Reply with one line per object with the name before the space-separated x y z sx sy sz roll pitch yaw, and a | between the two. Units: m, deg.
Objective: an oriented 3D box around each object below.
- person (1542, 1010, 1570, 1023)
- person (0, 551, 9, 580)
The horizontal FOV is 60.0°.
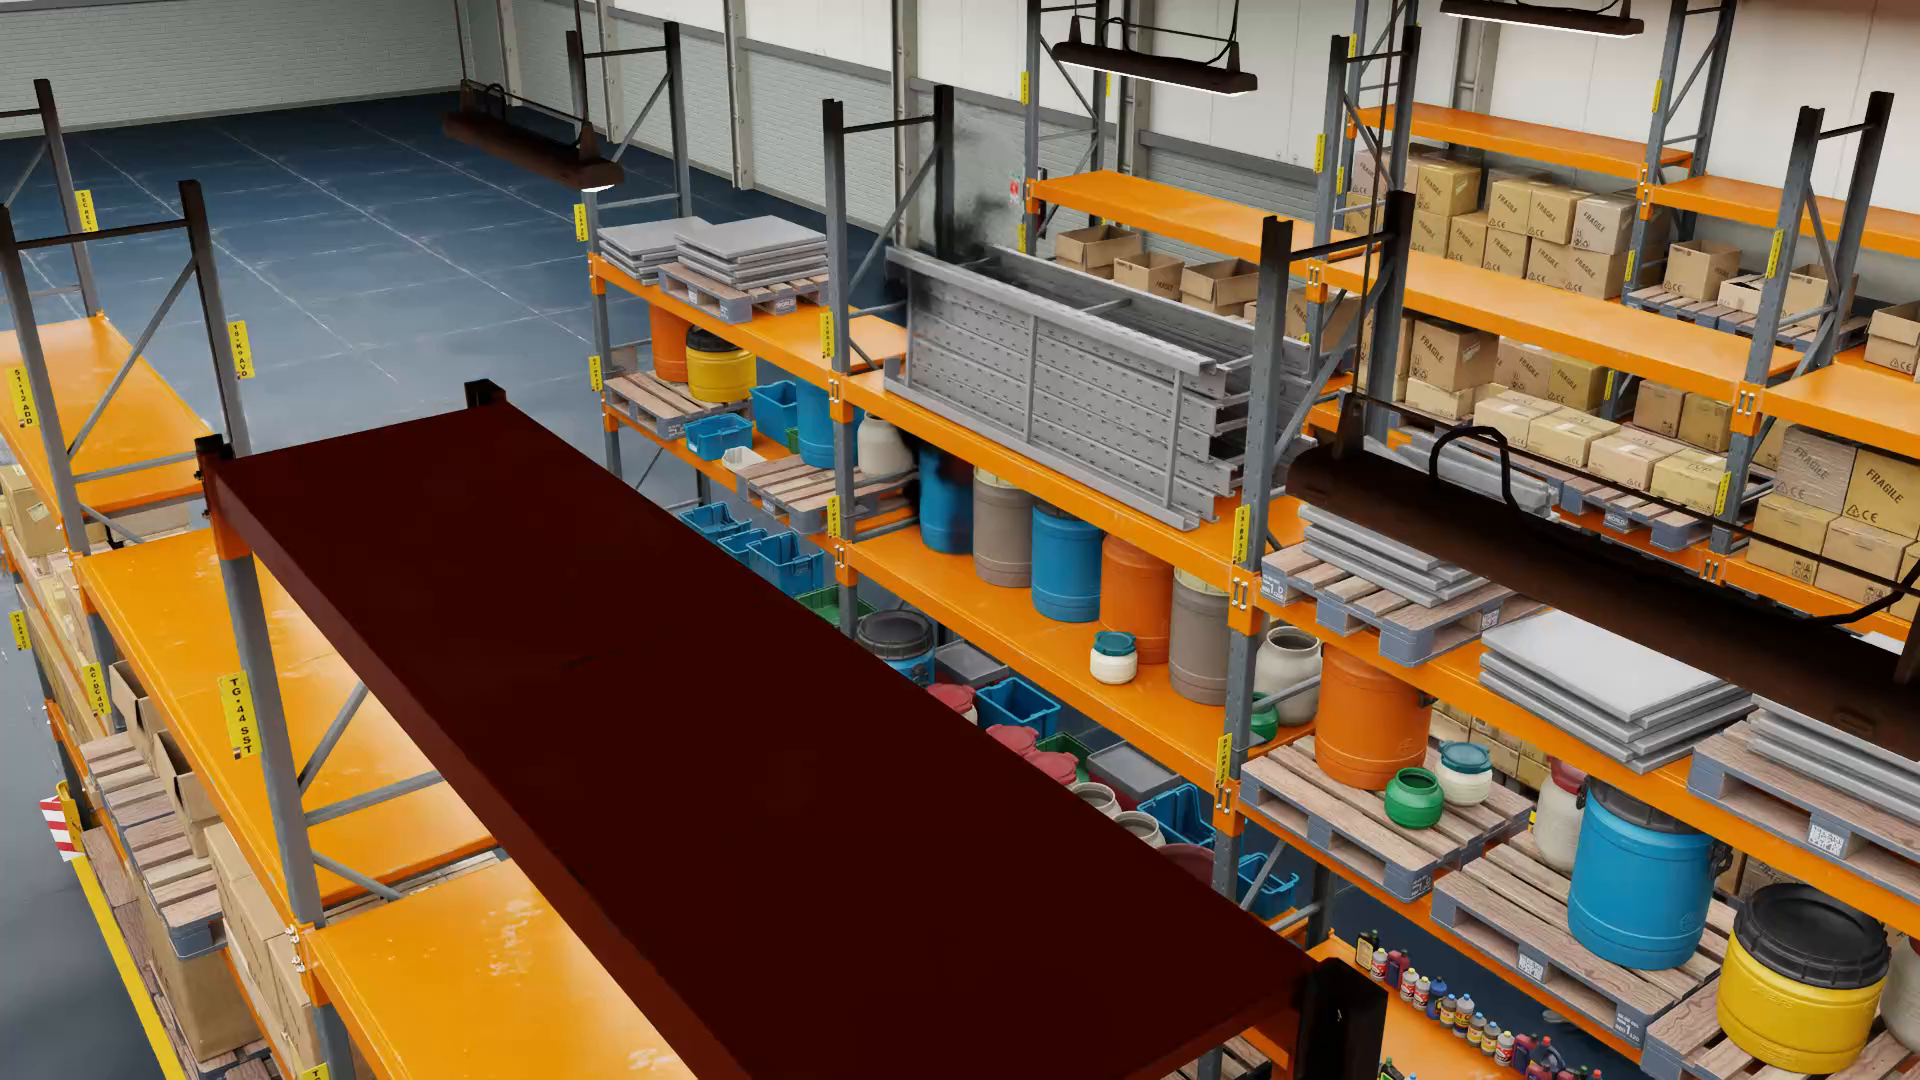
person | 4.494 2.679 11.218 0.573 1.722 0.816 -21 32 -38
person | -10.595 -0.341 17.584 0.837 1.761 0.671 -7 26 -14
